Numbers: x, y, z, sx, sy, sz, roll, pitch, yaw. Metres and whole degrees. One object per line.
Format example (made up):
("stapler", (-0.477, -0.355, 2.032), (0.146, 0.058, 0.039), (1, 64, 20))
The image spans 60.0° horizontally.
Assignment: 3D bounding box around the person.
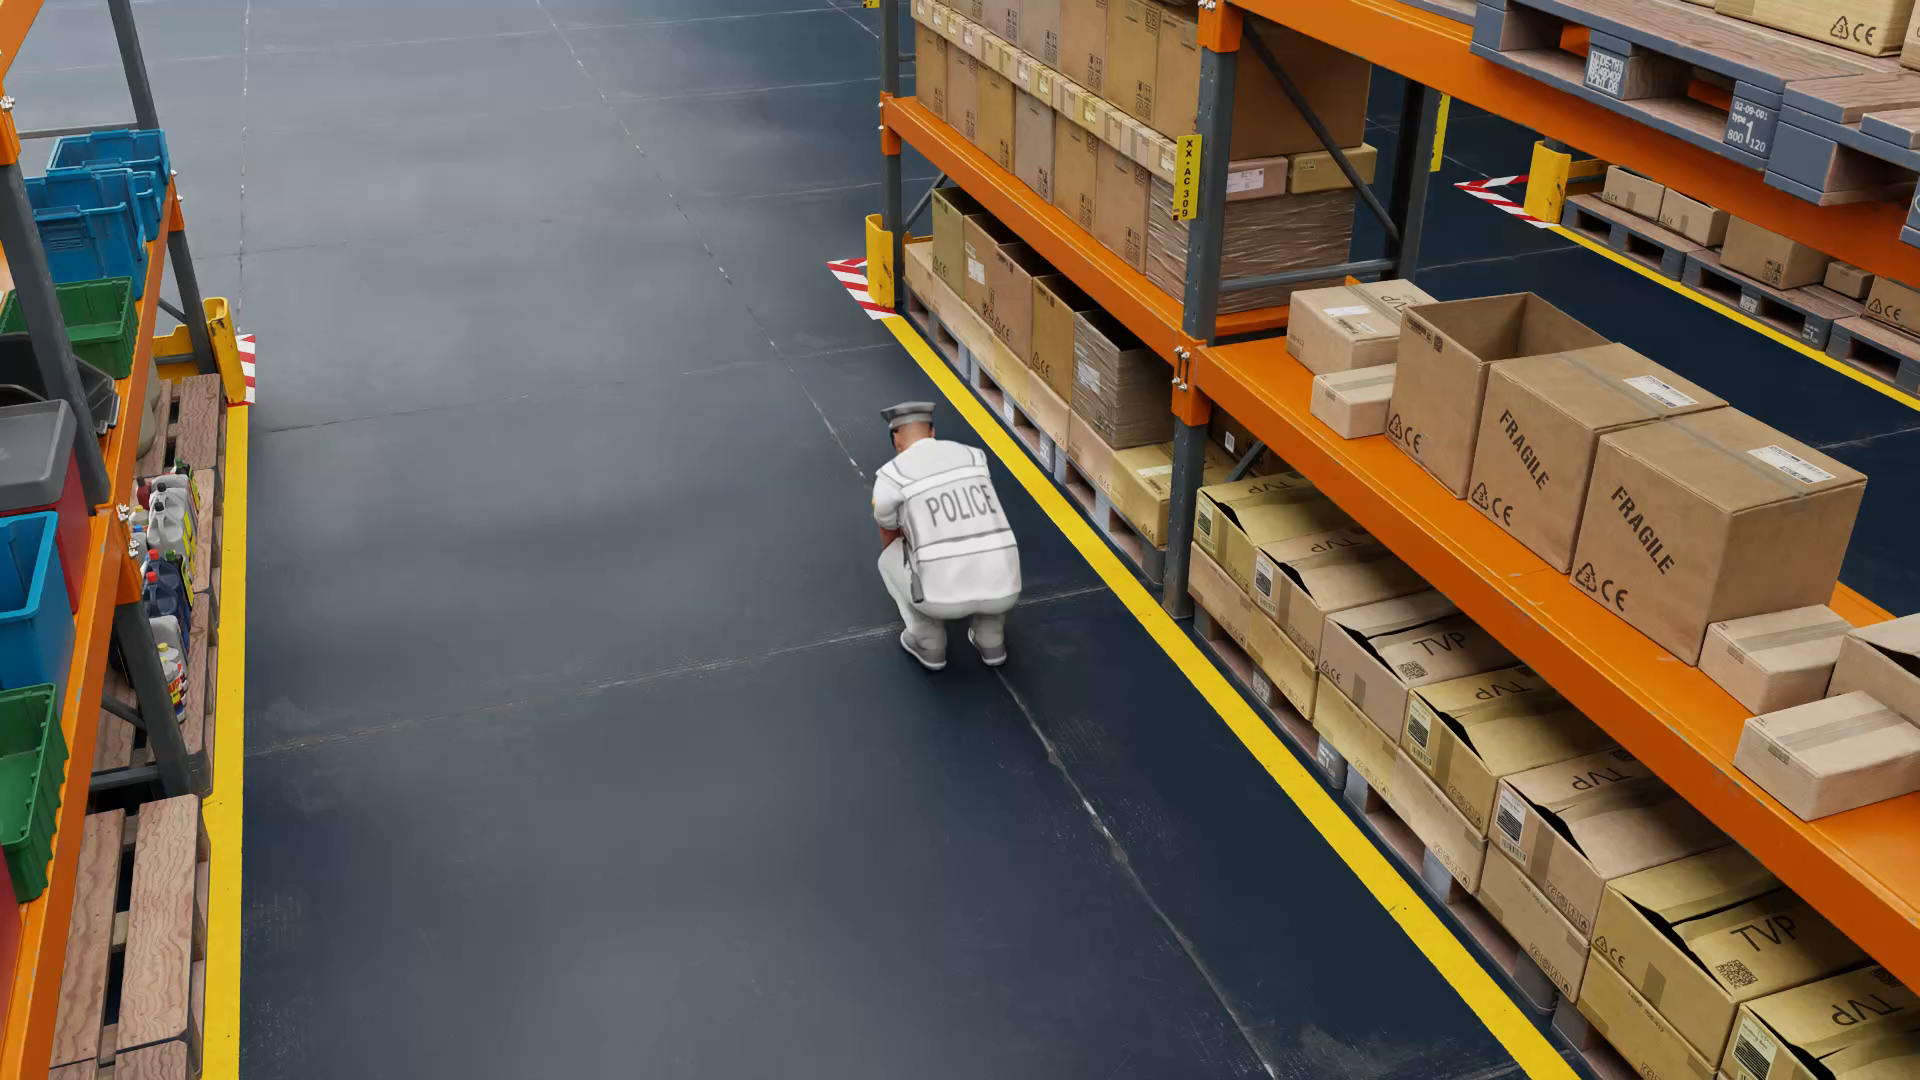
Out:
("person", (-0.071, -0.019, 6.908), (0.542, 1.024, 0.904), (-9, 31, -15))
